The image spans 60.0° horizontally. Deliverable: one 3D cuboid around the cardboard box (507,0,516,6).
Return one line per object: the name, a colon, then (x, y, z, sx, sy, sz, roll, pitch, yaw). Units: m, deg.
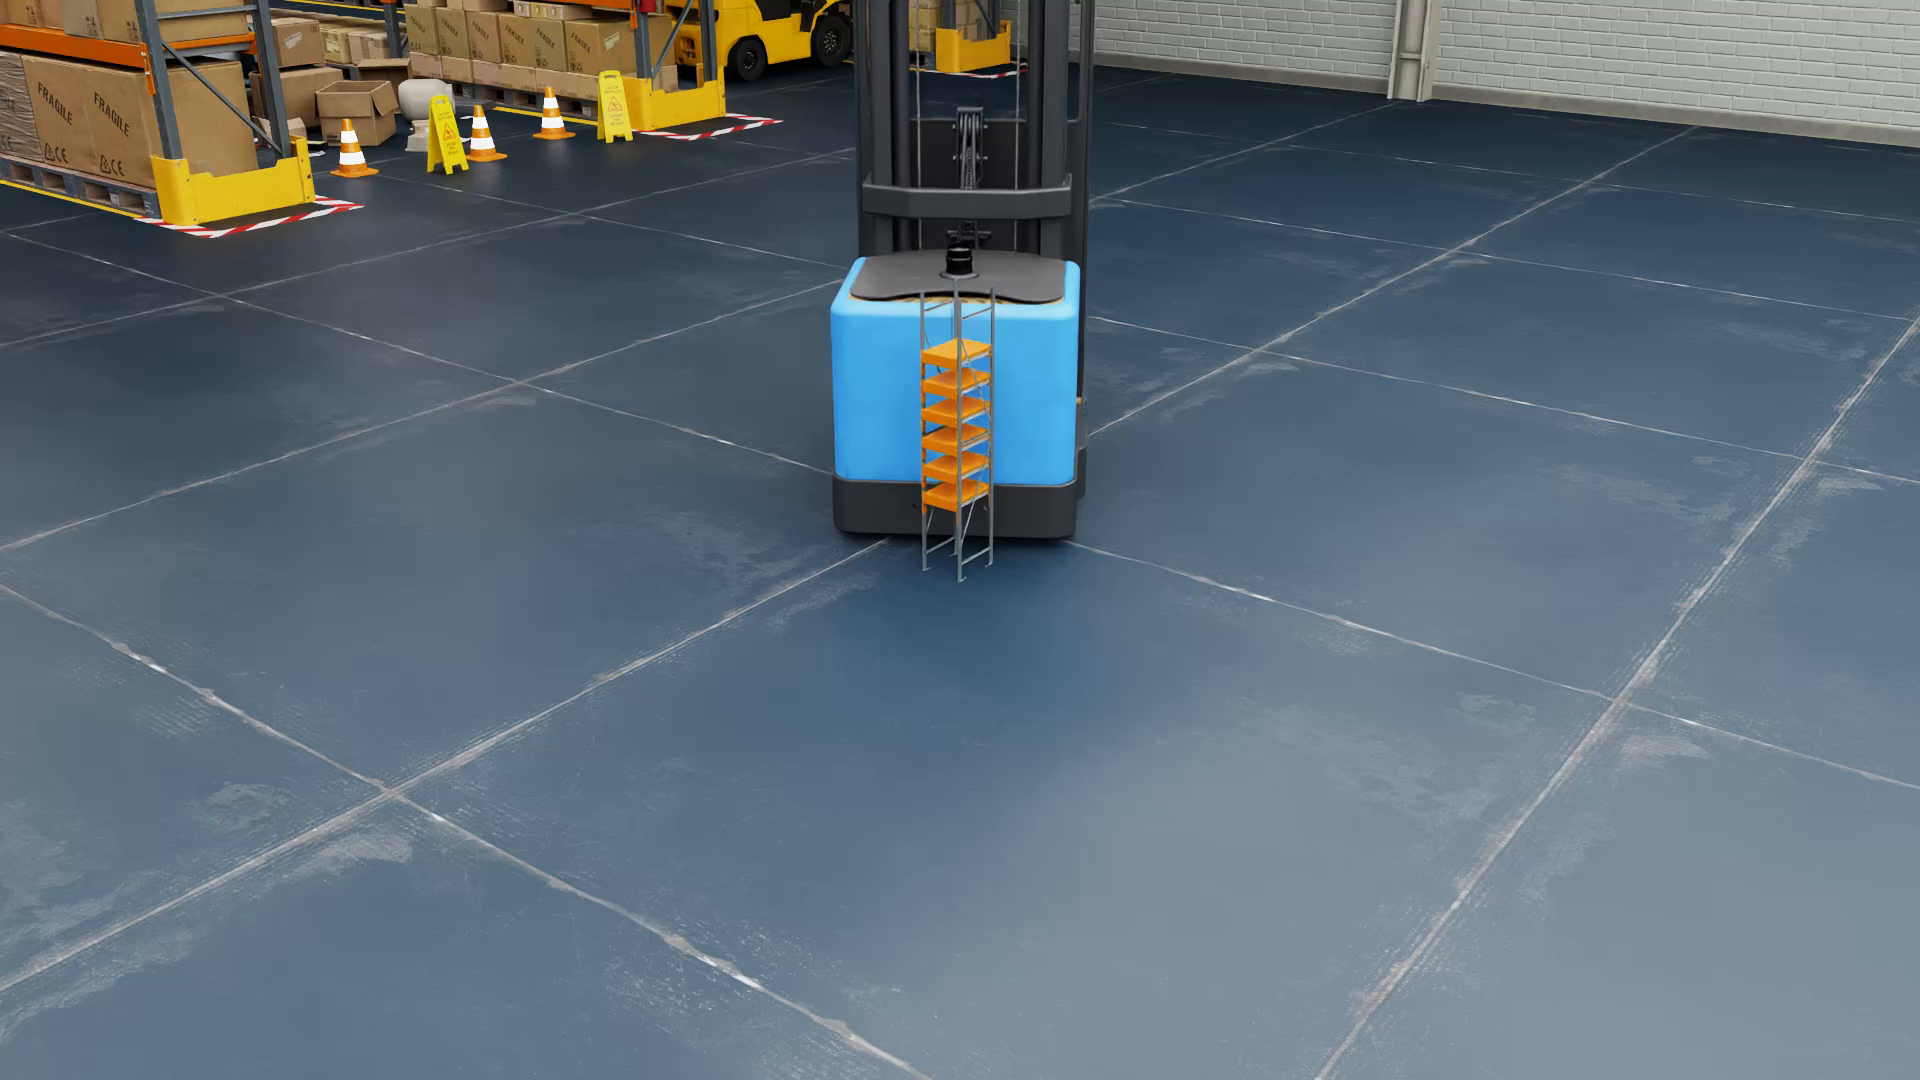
cardboard box: (-4.984, -5.677, 18.374, 0.500, 0.500, 0.500, 17, 29, 34)

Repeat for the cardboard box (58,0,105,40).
cardboard box: (-6.491, -4.260, 13.012, 0.550, 0.550, 0.875, 17, 29, 33)

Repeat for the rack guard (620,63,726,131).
rack guard: (-2.887, -4.486, 16.811, 0.348, 0.500, 1.175, 17, 29, 33)

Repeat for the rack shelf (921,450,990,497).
rack shelf: (-0.009, -0.280, 6.806, 0.180, 0.103, 0.258, 17, 29, 33)

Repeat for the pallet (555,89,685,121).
pallet: (-3.515, -4.562, 17.341, 1.213, 0.211, 1.003, 17, 29, 33)

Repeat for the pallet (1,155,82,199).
pallet: (-7.372, -3.177, 14.199, 1.213, 0.211, 1.003, 17, 29, 33)

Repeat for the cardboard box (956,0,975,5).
cardboard box: (-0.123, -6.783, 20.573, 0.500, 0.250, 0.500, 16, 29, 33)

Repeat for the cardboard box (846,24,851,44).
cardboard box: (-1.204, -6.407, 20.960, 0.500, 0.250, 0.500, 17, 29, 34)

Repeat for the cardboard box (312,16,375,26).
cardboard box: (-7.582, -6.035, 19.965, 0.625, 0.372, 0.950, 18, 29, 35)

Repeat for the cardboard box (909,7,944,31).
cardboard box: (-0.429, -6.393, 20.310, 0.500, 0.250, 0.500, 16, 29, 33)

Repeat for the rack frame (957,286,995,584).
rack frame: (0.064, -0.409, 6.689, 0.006, 1.200, 0.240, 17, 29, 33)

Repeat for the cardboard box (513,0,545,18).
cardboard box: (-4.366, -5.488, 17.141, 0.250, 0.149, 0.380, 18, 30, 35)

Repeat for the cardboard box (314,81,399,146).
cardboard box: (-5.750, -4.077, 15.879, 0.637, 0.503, 0.797, -1, 24, -3)

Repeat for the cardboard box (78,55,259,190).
cardboard box: (-6.296, -3.353, 13.253, 0.875, 0.875, 0.875, 17, 29, 34)

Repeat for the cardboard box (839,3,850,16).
cardboard box: (-1.249, -6.636, 20.861, 0.500, 0.250, 0.500, 16, 28, 32)

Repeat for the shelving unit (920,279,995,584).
shelving unit: (-0.009, -0.431, 6.739, 0.189, 1.200, 0.258, 17, 29, 33)

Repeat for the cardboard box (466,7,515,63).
cardboard box: (-4.867, -5.375, 17.687, 0.500, 0.500, 0.500, 19, 30, 36)

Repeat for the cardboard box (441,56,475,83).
cardboard box: (-5.282, -5.157, 18.125, 0.500, 0.250, 0.500, 19, 30, 36)

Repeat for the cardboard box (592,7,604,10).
cardboard box: (-4.142, -5.427, 17.807, 0.500, 0.500, 0.500, 17, 29, 34)

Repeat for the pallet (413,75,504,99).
pallet: (-5.468, -5.152, 18.681, 1.213, 0.211, 1.003, 17, 29, 33)

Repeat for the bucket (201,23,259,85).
bucket: (-7.423, -4.866, 16.748, 0.726, 0.611, 0.620, -15, 18, -30)

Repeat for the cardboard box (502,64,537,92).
cardboard box: (-4.466, -4.907, 17.555, 0.500, 0.250, 0.500, 16, 28, 31)

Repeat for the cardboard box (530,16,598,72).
cardboard box: (-4.043, -5.123, 17.117, 0.500, 0.500, 0.500, 18, 30, 35)

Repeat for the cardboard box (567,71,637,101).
cardboard box: (-3.653, -4.660, 16.995, 0.500, 0.250, 0.500, 17, 29, 33)

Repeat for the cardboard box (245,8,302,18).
cardboard box: (-8.781, -6.396, 20.784, 0.625, 0.372, 0.950, 15, 28, 30)

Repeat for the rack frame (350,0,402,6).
rack frame: (-9.454, -10.116, 26.489, 0.127, 3.000, 1.000, 17, 29, 33)

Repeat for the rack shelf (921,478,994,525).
rack shelf: (-0.009, -0.170, 6.854, 0.180, 0.103, 0.258, 17, 29, 33)

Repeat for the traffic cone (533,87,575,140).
traffic cone: (-3.943, -4.138, 16.069, 0.334, 0.463, 0.336, 17, 29, 33)

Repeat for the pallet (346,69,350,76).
pallet: (-7.631, -5.785, 20.119, 1.213, 0.211, 1.003, 17, 29, 33)

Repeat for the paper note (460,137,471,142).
paper note: (-4.776, -3.839, 15.926, 0.142, 0.019, 0.148, 7, 25, 15)

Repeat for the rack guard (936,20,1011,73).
rack guard: (0.167, -6.064, 20.393, 0.348, 0.500, 1.175, 17, 29, 33)

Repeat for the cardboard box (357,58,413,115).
cardboard box: (-5.985, -4.738, 17.380, 0.500, 0.500, 0.500, -5, 24, -12)

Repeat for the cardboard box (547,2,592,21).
cardboard box: (-3.957, -5.362, 16.855, 0.250, 0.149, 0.380, 18, 29, 35)

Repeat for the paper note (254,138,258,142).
paper note: (-6.730, -3.857, 15.976, 0.172, 0.023, 0.155, -15, 28, -30)

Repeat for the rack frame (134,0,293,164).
rack frame: (-5.714, -3.990, 12.586, 0.127, 3.000, 1.000, 17, 29, 33)

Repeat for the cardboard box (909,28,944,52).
cardboard box: (-0.417, -6.159, 20.399, 0.500, 0.250, 0.500, 17, 29, 34)

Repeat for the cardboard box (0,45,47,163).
cardboard box: (-7.730, -3.786, 14.236, 0.875, 0.875, 0.875, 17, 29, 34)

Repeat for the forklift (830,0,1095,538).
forklift: (0.081, -1.904, 7.936, 1.130, 2.935, 3.031, 2, 24, 4)

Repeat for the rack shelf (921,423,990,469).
rack shelf: (-0.009, -0.390, 6.757, 0.180, 0.103, 0.258, 17, 29, 33)

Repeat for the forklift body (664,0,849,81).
forklift body: (-2.463, -6.695, 19.779, 1.214, 2.155, 2.313, 17, 29, 33)

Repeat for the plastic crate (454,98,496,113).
plastic crate: (-5.262, -4.599, 17.588, 0.583, 0.080, 0.402, 7, 25, 15)

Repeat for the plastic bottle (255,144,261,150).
plastic bottle: (-6.620, -3.636, 15.427, 0.133, 0.061, 0.283, 7, 25, 15)

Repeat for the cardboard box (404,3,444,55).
cardboard box: (-5.716, -5.626, 18.258, 0.500, 0.500, 0.500, 18, 30, 36)

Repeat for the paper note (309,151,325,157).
paper note: (-5.917, -3.547, 15.266, 0.144, 0.017, 0.142, -15, 28, -30)

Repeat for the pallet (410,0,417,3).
pallet: (-7.800, -8.360, 25.963, 1.213, 0.211, 1.003, 17, 29, 33)

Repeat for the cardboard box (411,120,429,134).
cardboard box: (-5.085, -3.972, 16.080, 0.380, 0.149, 0.250, -10, 26, -21)

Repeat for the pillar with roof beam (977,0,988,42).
pillar with roof beam: (-2.450, -9.029, 16.583, 0.400, 9.000, 9.100, 17, 29, 33)

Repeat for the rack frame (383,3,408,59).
rack frame: (-6.026, -6.579, 18.461, 0.127, 3.000, 1.000, 17, 29, 33)

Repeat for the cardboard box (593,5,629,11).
cardboard box: (-4.696, -7.780, 23.613, 0.625, 0.625, 0.875, 15, 28, 31)

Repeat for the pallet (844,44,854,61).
pallet: (-1.461, -6.405, 21.524, 1.213, 0.211, 1.003, 17, 29, 33)

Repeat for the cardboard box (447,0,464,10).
cardboard box: (-5.240, -5.750, 17.734, 0.250, 0.149, 0.380, 18, 30, 35)

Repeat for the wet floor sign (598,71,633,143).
wet floor sign: (-3.315, -4.143, 15.853, 0.267, 0.644, 0.232, -15, 28, -30)

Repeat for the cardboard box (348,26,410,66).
cardboard box: (-6.448, -5.694, 19.192, 0.625, 0.372, 0.950, 17, 29, 34)

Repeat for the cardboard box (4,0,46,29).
cardboard box: (-7.313, -4.550, 13.672, 0.500, 0.550, 0.875, 17, 29, 33)

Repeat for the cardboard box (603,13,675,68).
cardboard box: (-3.325, -5.178, 17.242, 0.500, 0.500, 0.500, 16, 28, 32)

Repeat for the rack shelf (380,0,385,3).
rack shelf: (-7.627, -6.733, 19.704, 4.000, 0.370, 1.077, 17, 29, 33)
